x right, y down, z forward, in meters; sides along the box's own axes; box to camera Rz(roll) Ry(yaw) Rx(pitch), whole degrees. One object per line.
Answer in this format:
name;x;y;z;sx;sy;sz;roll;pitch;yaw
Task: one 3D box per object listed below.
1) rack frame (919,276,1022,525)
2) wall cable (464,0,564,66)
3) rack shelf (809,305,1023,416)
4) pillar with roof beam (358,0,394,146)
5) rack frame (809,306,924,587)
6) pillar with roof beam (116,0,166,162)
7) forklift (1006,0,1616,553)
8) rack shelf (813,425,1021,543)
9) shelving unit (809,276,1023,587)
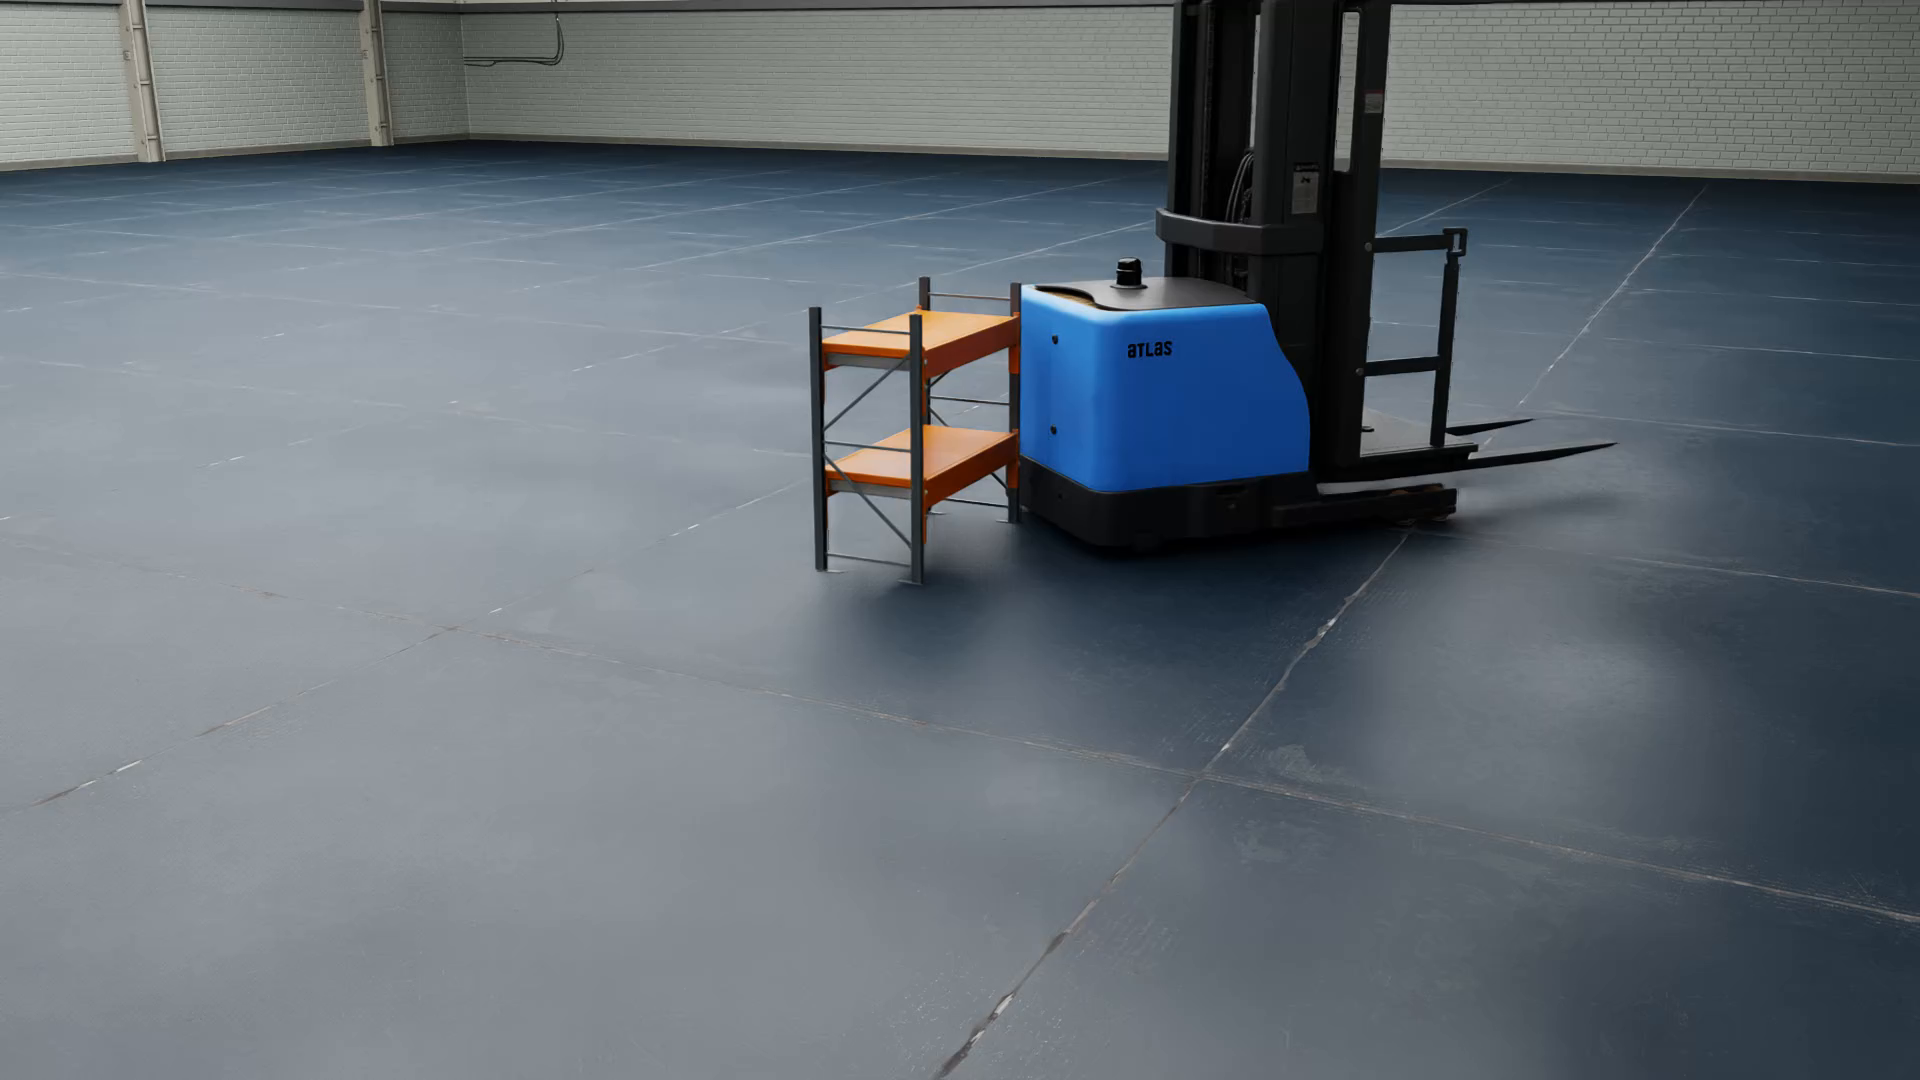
rack frame;0.044;-0.643;7.715;0.500;1.125;0.032;7;18;24
wall cable;-10.478;-12.271;38.489;3.097;2.526;0.112;8;18;25
rack shelf;-0.169;-0.793;7.189;0.538;0.278;1.000;7;18;24
pillar with roof beam;-9.126;-12.630;34.243;9.100;9.000;0.400;8;18;25
rack frame;-0.382;-0.381;6.830;0.500;1.125;0.032;7;18;24
pillar with roof beam;-11.807;-11.102;29.097;9.100;9.000;0.400;8;18;25
forklift;1.786;-1.601;7.766;3.031;2.935;1.130;-7;18;-22
rack shelf;-0.169;-0.278;7.342;0.538;0.278;1.000;7;18;24
shelving unit;-0.169;-0.512;7.273;0.538;1.125;1.048;7;18;24
